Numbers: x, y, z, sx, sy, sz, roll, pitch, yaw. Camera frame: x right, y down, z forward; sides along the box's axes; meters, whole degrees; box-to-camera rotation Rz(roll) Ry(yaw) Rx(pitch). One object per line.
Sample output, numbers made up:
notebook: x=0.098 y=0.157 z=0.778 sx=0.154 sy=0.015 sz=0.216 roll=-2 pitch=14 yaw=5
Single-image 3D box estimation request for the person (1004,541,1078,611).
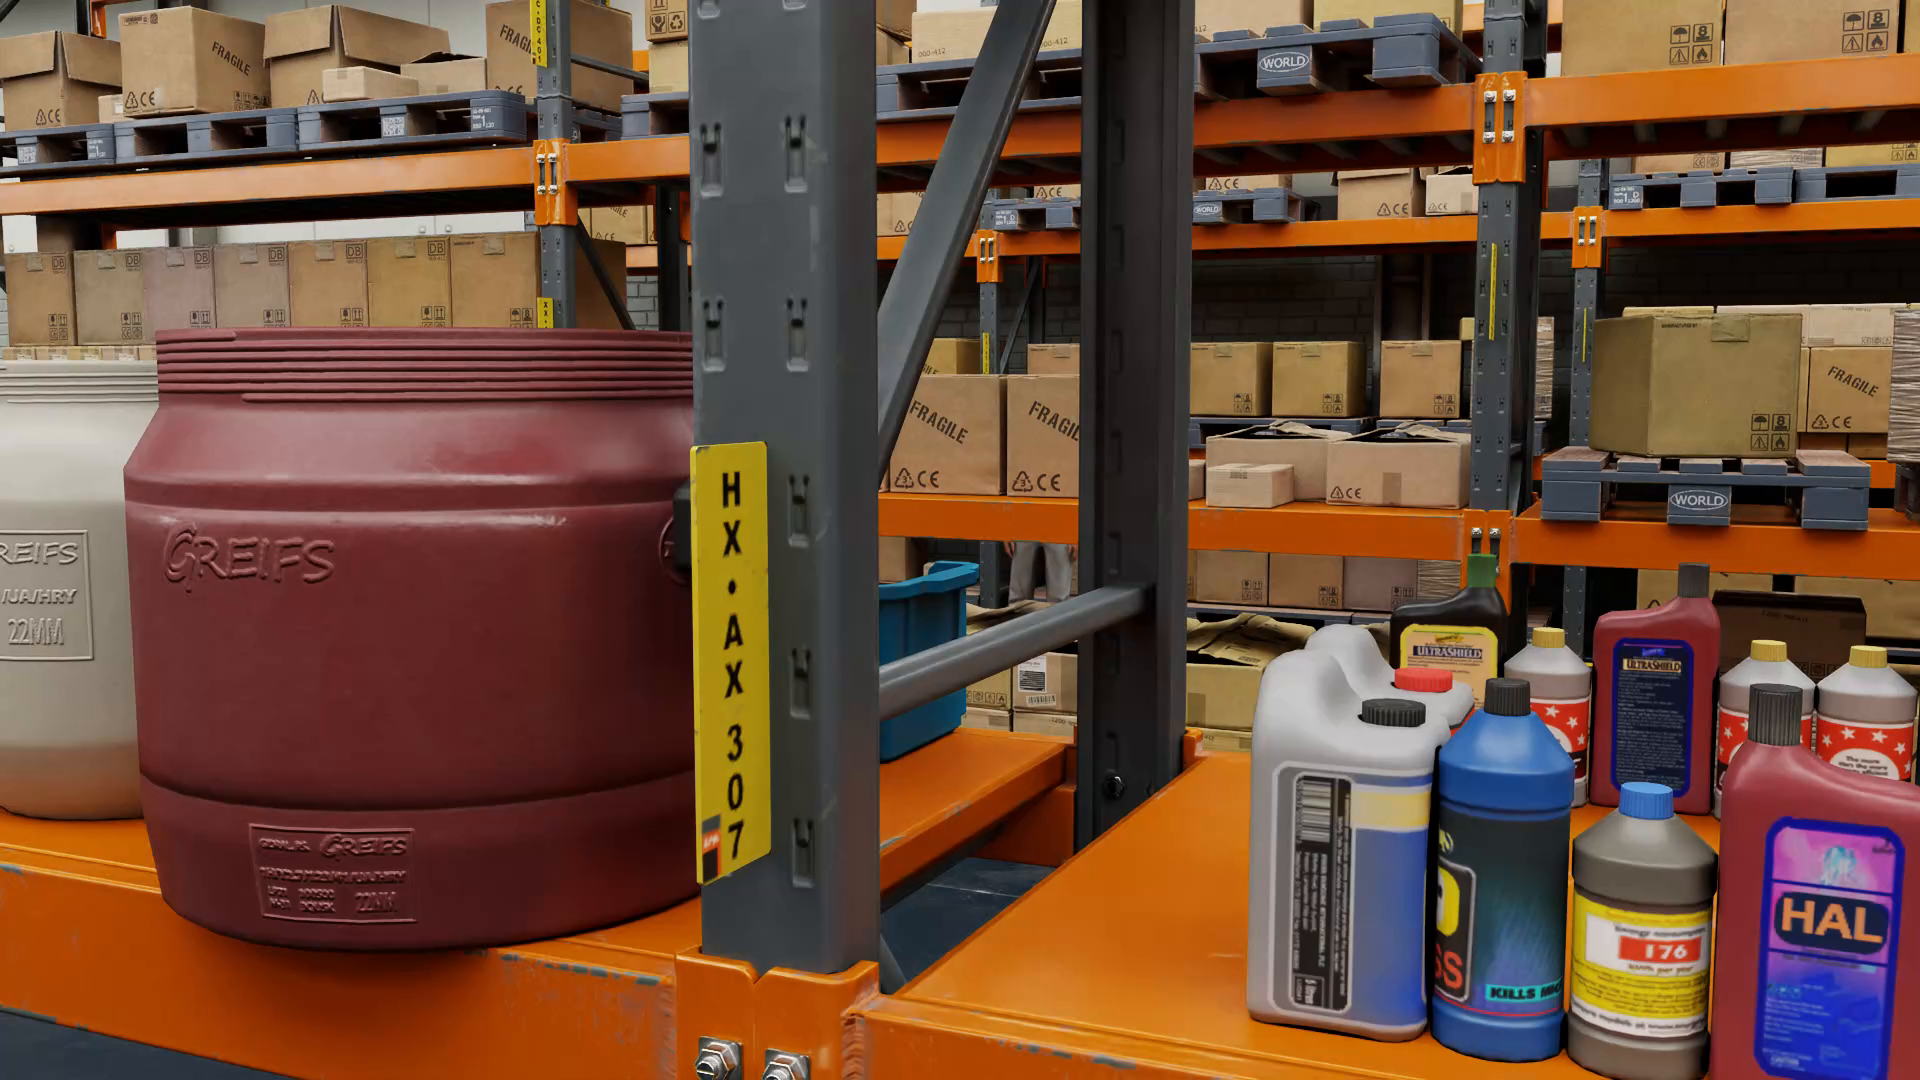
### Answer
person: x=0.490 y=-0.004 z=9.786 sx=0.497 sy=1.671 sz=0.361 roll=2 pitch=6 yaw=21
